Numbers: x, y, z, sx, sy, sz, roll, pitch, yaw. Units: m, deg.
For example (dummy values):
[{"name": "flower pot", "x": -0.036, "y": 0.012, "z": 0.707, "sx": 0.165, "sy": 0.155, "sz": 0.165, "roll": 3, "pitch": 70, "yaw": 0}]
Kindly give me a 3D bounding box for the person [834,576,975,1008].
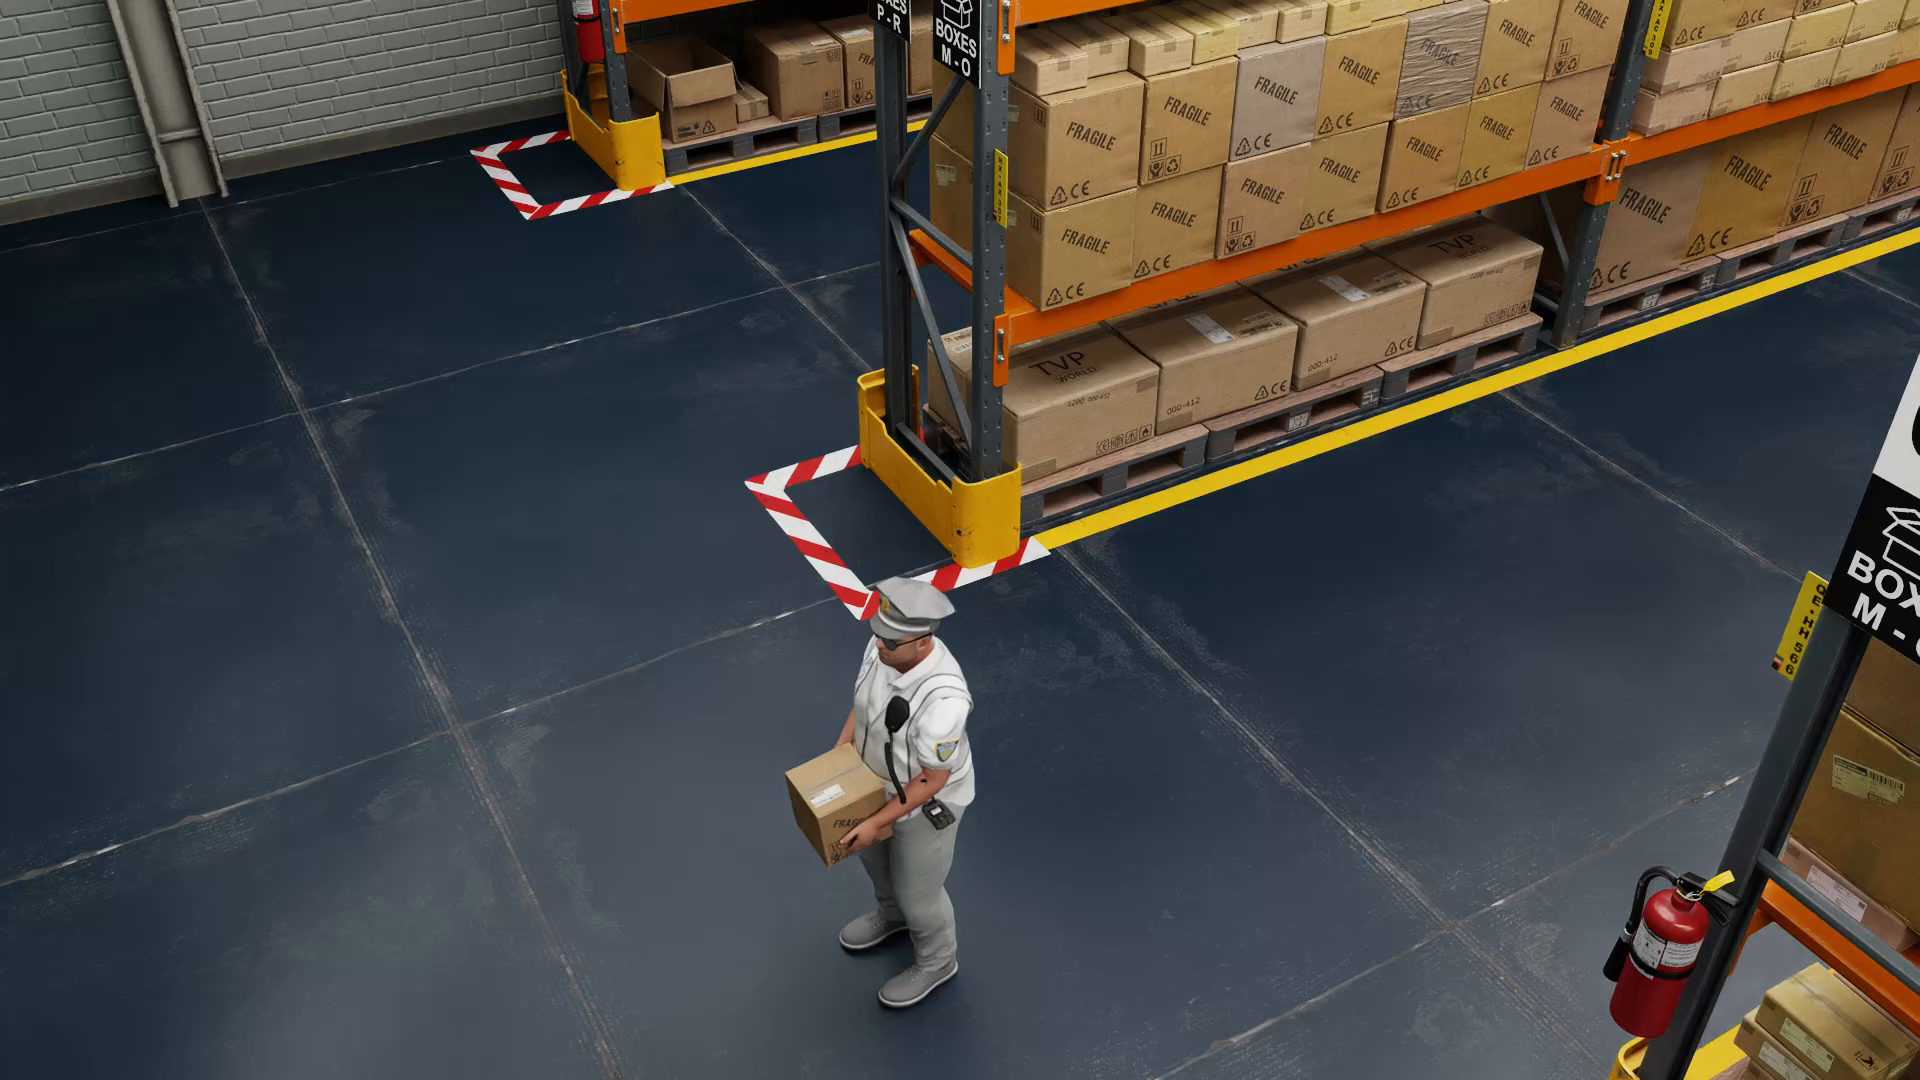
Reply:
[{"name": "person", "x": -0.233, "y": 0.878, "z": 5.717, "sx": 0.536, "sy": 1.774, "sz": 0.524, "roll": -19, "pitch": 41, "yaw": -24}]
